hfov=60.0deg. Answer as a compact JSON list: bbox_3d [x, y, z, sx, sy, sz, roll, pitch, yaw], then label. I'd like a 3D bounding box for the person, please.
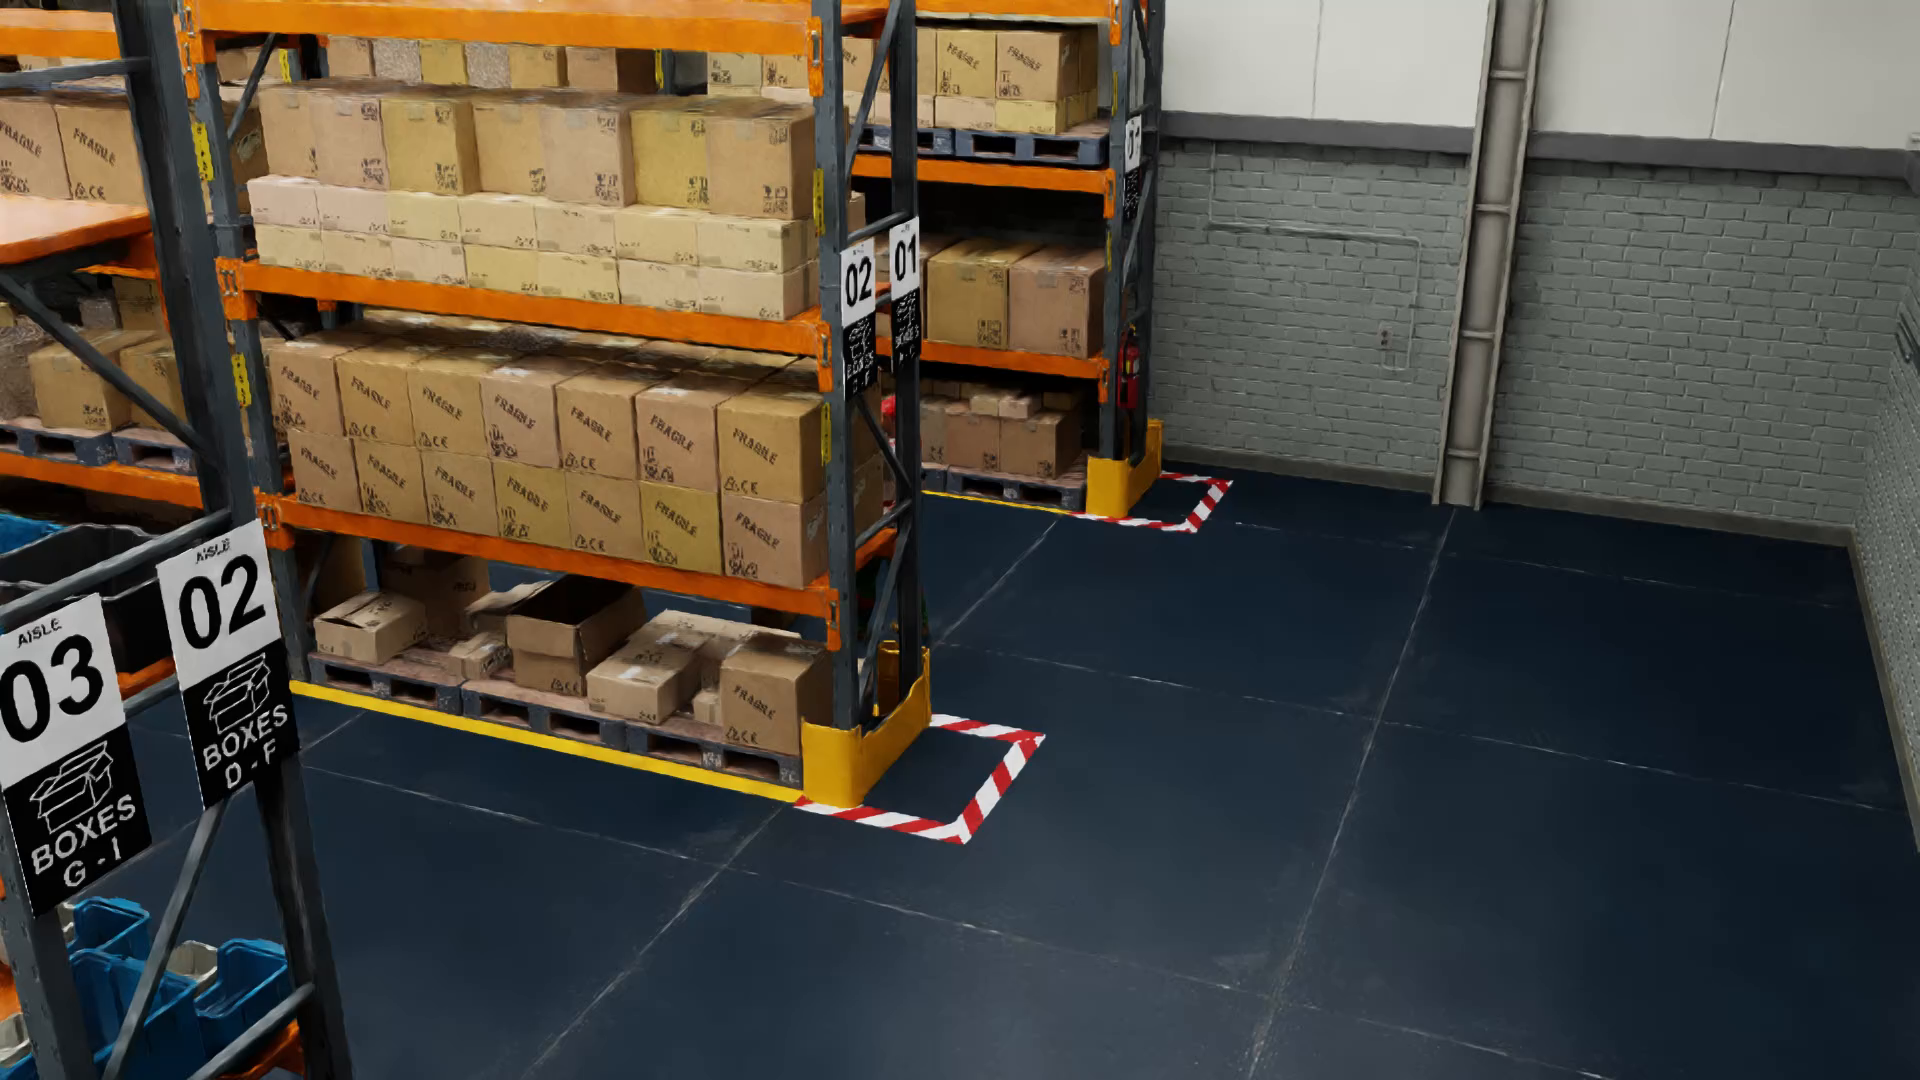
[{"bbox_3d":[-0.581,-0.145,11.267,0.710,1.794,0.709,5,23,12],"label":"person"}]
